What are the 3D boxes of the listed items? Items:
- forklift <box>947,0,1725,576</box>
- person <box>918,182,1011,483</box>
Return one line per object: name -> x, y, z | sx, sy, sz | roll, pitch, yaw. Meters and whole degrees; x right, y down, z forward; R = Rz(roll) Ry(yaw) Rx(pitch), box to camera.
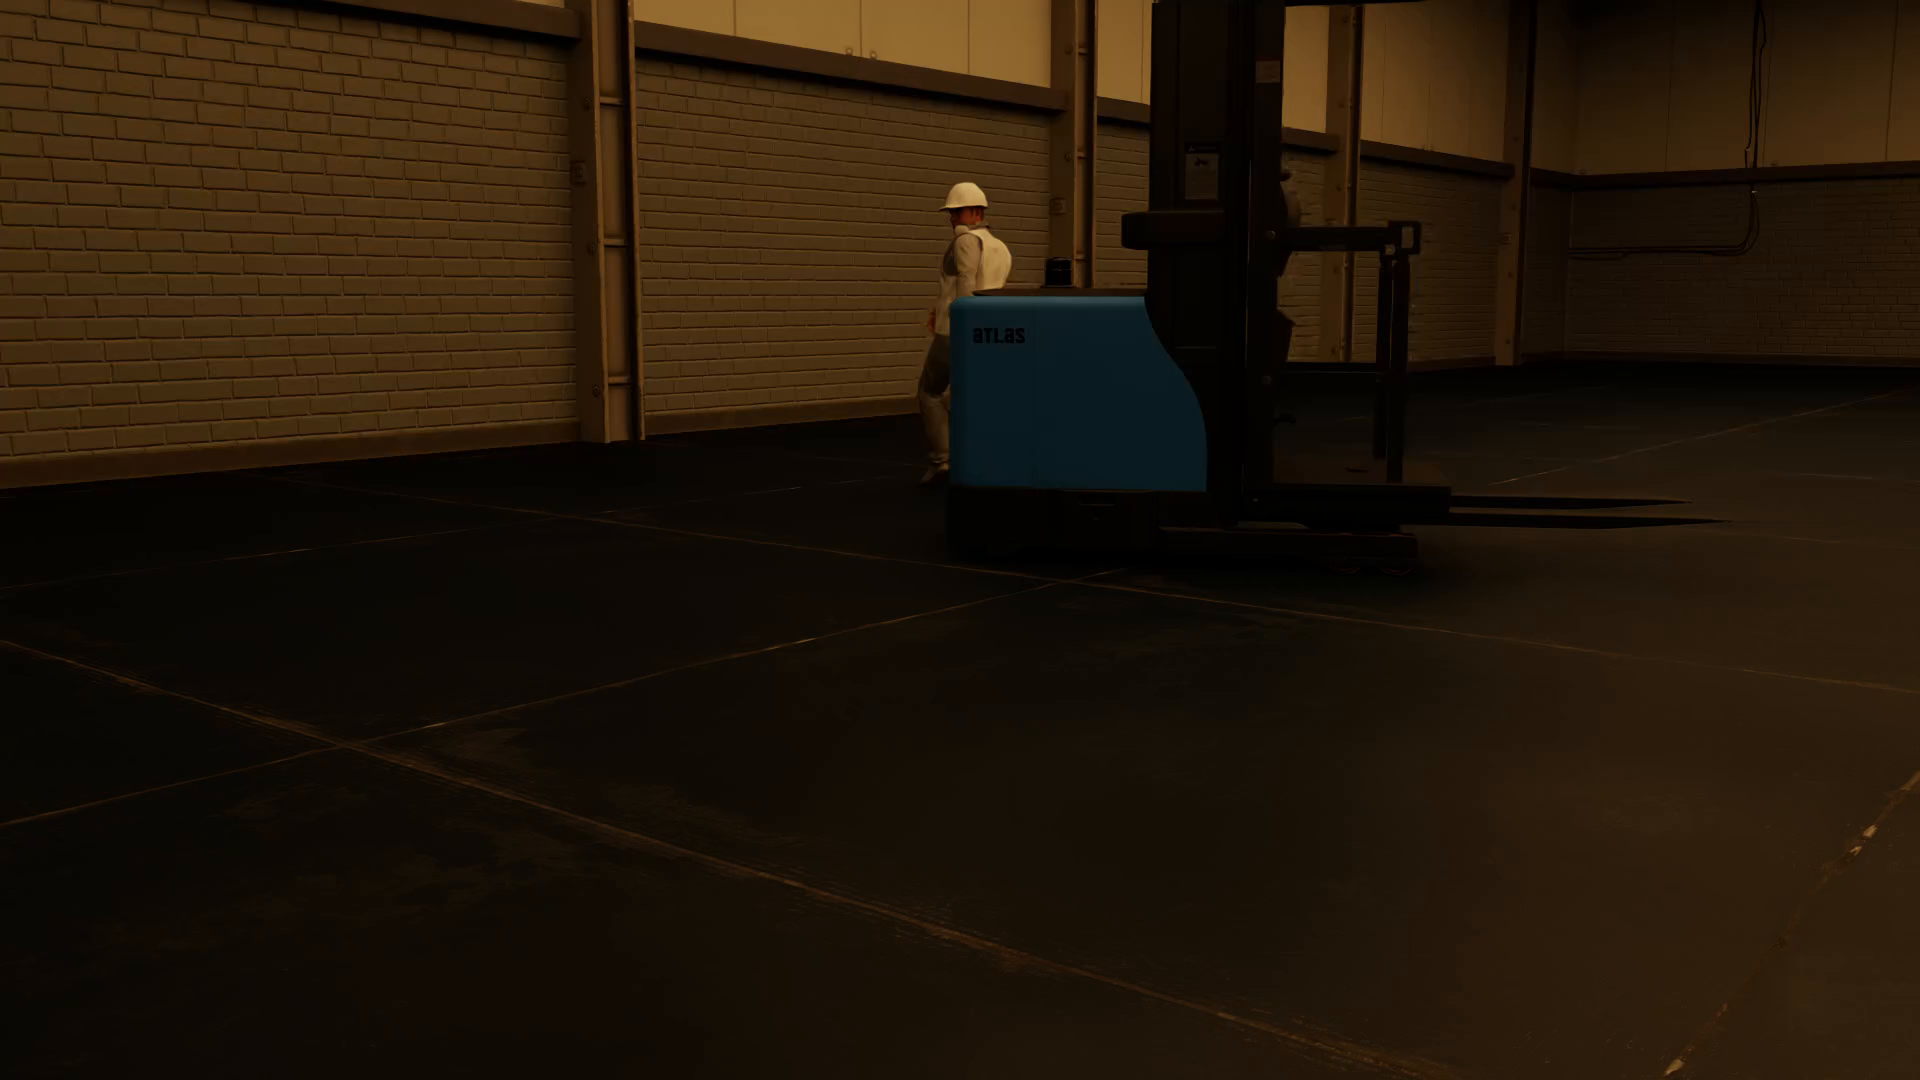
forklift -> 1.513, -1.394, 6.808 | 3.031, 2.935, 1.130 | 2, 8, 11
person -> 0.061, -1.133, 9.458 | 0.621, 1.771, 0.770 | -6, 10, -36
